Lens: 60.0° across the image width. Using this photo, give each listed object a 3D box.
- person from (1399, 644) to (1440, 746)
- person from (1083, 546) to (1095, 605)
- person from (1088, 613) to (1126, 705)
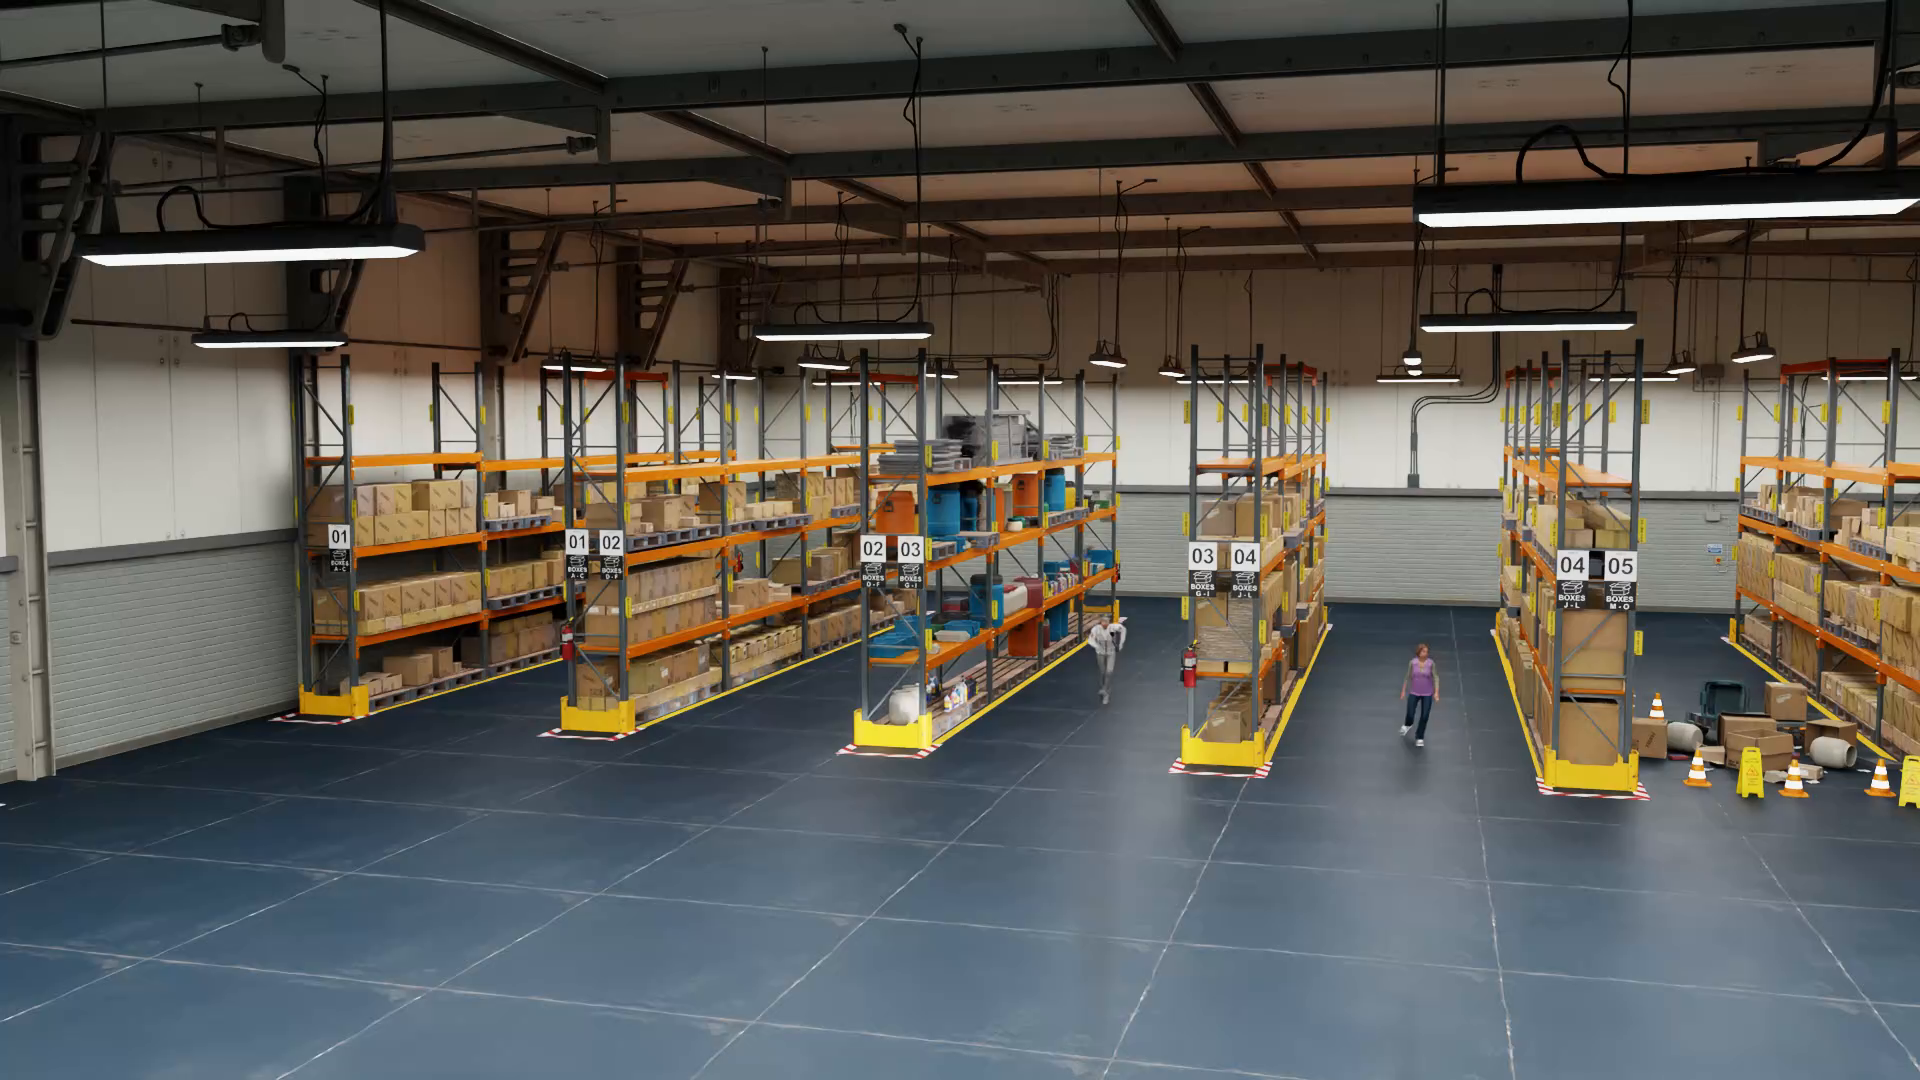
[{"bbox_3d":[6.960,2.335,25.178,0.576,1.567,0.630,1,4,15],"label":"person"},{"bbox_3d":[3.343,0.941,43.837,0.669,1.581,0.549,2,5,20],"label":"person"},{"bbox_3d":[2.577,2.045,29.192,0.663,1.634,0.943,0,4,4],"label":"person"}]
